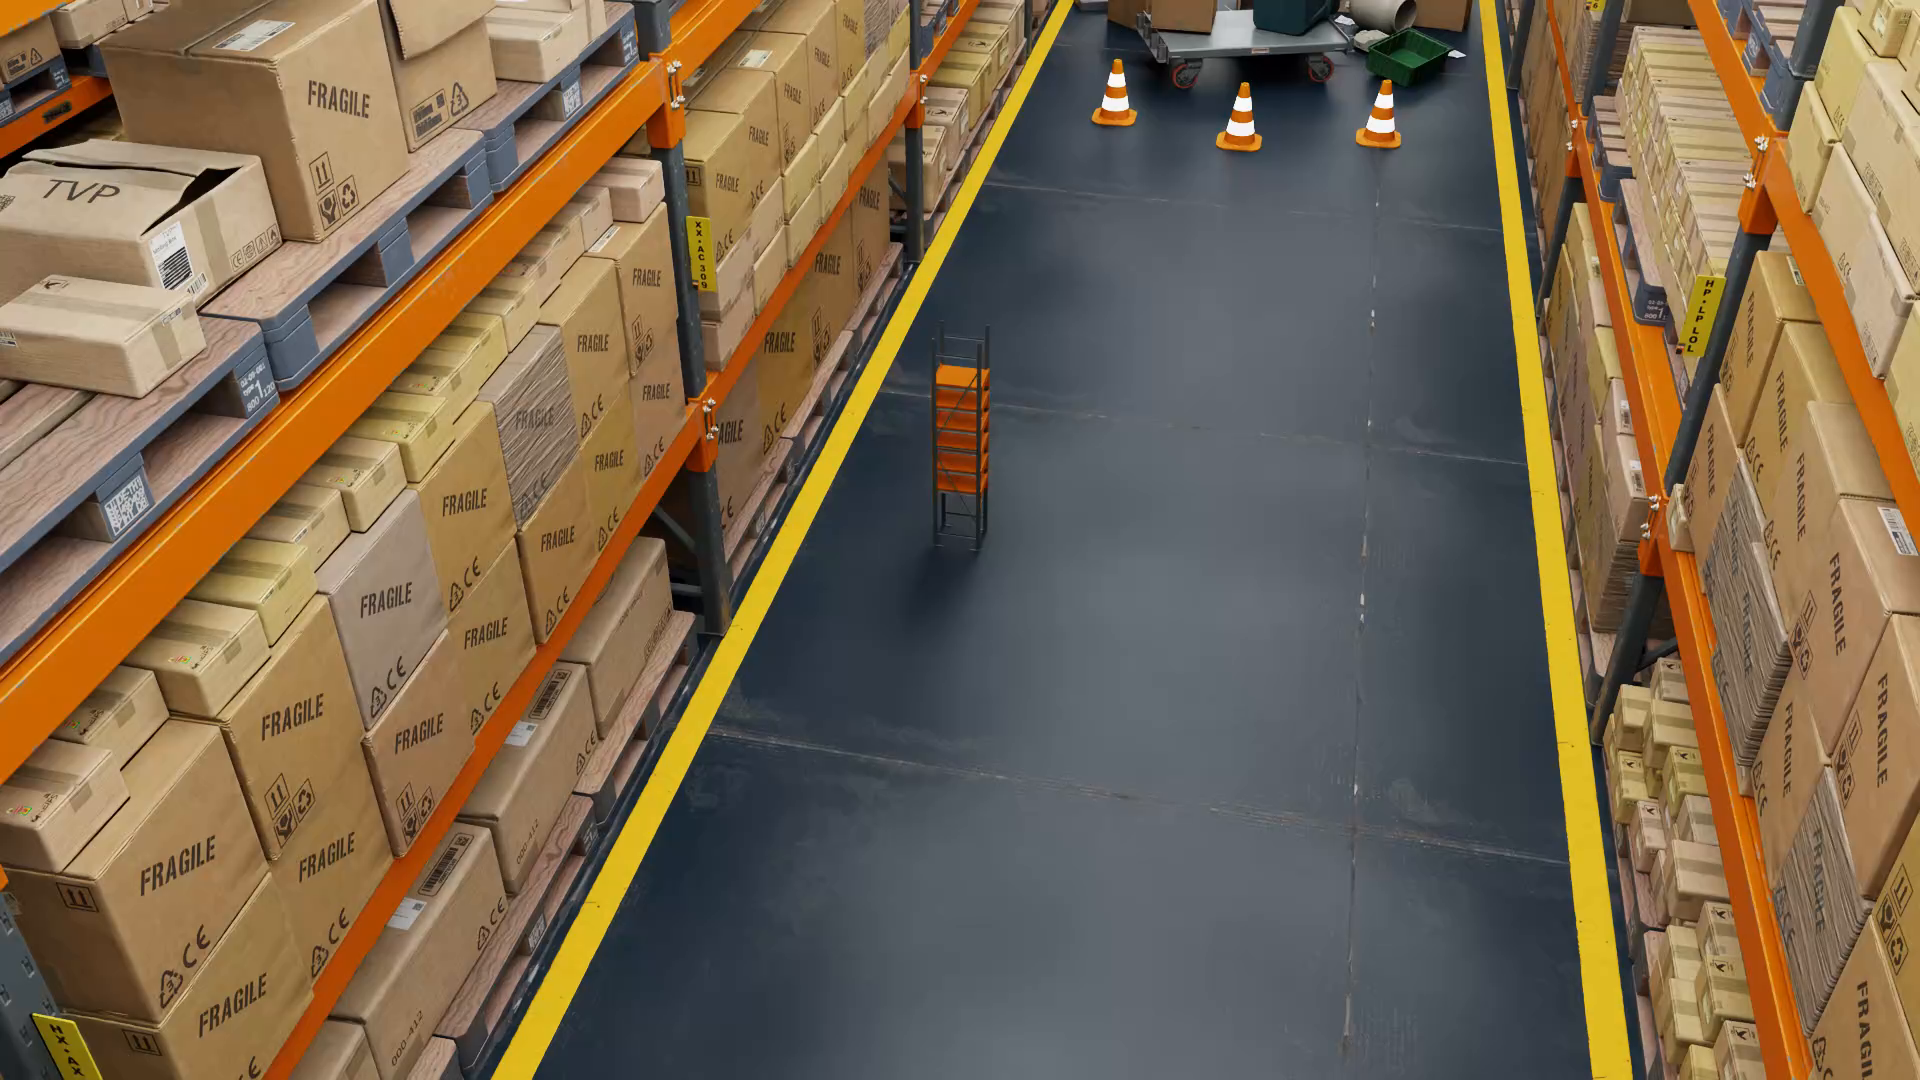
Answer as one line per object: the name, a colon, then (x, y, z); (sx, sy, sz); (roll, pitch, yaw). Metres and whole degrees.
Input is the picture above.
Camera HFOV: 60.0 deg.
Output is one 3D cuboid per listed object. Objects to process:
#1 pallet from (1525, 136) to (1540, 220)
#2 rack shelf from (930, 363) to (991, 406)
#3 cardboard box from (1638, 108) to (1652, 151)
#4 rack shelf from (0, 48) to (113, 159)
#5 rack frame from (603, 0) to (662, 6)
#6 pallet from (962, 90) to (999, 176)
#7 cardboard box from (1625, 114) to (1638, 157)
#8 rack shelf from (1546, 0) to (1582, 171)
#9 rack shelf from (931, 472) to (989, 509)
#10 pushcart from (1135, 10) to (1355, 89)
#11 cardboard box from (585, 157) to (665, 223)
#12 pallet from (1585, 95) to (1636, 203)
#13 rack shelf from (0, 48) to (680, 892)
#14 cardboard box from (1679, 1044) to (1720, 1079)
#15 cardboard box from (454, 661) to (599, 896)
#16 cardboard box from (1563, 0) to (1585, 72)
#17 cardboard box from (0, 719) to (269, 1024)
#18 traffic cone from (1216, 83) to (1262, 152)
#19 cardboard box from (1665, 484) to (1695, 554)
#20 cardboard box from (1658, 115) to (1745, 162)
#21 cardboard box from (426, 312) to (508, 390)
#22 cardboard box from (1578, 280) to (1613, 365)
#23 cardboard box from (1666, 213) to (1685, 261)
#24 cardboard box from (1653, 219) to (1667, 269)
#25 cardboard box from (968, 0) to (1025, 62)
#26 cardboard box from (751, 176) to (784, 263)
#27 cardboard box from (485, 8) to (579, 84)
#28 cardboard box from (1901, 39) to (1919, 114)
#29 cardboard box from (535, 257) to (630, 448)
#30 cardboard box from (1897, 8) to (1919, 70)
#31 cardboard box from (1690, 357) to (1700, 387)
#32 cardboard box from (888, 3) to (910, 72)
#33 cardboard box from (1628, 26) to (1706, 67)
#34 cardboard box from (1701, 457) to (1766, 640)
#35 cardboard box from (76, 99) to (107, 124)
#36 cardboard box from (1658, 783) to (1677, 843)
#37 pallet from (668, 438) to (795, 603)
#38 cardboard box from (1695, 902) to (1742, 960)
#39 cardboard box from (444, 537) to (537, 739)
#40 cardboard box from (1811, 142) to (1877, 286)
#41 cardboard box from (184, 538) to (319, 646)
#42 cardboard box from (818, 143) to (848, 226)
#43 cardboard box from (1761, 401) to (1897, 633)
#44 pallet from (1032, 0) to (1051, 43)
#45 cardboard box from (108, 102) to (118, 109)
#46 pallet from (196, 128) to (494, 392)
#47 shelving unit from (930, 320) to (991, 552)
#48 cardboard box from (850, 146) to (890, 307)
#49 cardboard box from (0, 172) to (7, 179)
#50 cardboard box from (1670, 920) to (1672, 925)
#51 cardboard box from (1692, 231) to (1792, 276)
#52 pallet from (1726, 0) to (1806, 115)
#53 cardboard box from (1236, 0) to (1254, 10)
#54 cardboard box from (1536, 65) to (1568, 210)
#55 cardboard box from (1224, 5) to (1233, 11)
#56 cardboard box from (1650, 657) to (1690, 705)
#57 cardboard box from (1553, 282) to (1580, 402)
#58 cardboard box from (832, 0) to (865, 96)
pallet: (4.623, -2.588, 11.912); (1.003, 0.211, 1.213); (7, 37, 10)
rack shelf: (0.003, -0.750, 7.994); (0.258, 0.103, 0.180); (7, 37, 10)
cardboard box: (3.655, -2.061, 8.410); (0.380, 0.149, 0.250); (7, 37, 10)
rack shelf: (-6.017, -2.322, 9.781); (1.077, 0.370, 4.000); (7, 37, 10)
rack frame: (-1.594, -3.276, 5.372); (1.000, 3.000, 0.127); (7, 37, 10)
pallet: (-0.308, -3.156, 12.695); (1.003, 0.211, 1.213); (7, 37, 10)
cardboard box: (3.711, -2.106, 8.726); (0.380, 0.149, 0.250); (9, 37, 12)
rack shelf: (4.545, -3.433, 11.314); (1.077, 0.370, 4.000); (7, 37, 10)
rack shelf: (0.003, -0.264, 8.346); (0.258, 0.103, 0.180); (7, 37, 10)
pushcart: (2.353, -4.114, 13.876); (1.648, 0.377, 0.936); (-5, 36, -6)
cardboard box: (-1.349, -1.339, 6.321); (0.380, 0.149, 0.250); (7, 36, 9)
pallet: (4.070, -2.078, 8.995); (1.213, 0.211, 1.003); (7, 37, 10)
rack shelf: (-2.021, -0.624, 4.882); (1.077, 0.370, 4.000); (7, 37, 10)
cardboard box: (2.523, 1.793, 5.308); (0.380, 0.149, 0.250); (9, 37, 12)
cardboard box: (-2.023, 0.880, 6.575); (0.875, 0.438, 0.875); (6, 36, 9)
cardboard box: (4.060, -3.196, 10.288); (0.500, 0.500, 0.500); (7, 37, 10)
cardboard box: (-2.067, 0.761, 3.976); (0.500, 0.500, 0.500); (7, 36, 9)
traffic cone: (2.133, -3.228, 12.580); (0.336, 0.463, 0.334); (7, 37, 10)
cardboard box: (2.883, -0.061, 6.263); (0.380, 0.149, 0.250); (9, 37, 12)
cardboard box: (3.551, -1.892, 7.925); (0.380, 0.149, 0.250); (8, 37, 11)
cardboard box: (-1.683, -0.614, 5.321); (0.380, 0.149, 0.250); (7, 36, 9)
cardboard box: (3.508, -1.101, 8.617); (0.500, 0.250, 0.500); (8, 37, 10)
cardboard box: (3.378, -1.325, 7.396); (0.380, 0.149, 0.250); (6, 36, 8)
cardboard box: (3.430, -1.353, 7.686); (0.380, 0.149, 0.250); (9, 37, 12)
cardboard box: (0.005, -4.238, 13.693); (0.950, 0.372, 0.625); (8, 37, 11)
cardboard box: (-1.140, -1.508, 7.747); (0.500, 0.250, 0.500); (8, 37, 11)
cardboard box: (-1.474, -1.613, 5.404); (0.380, 0.149, 0.250); (8, 37, 11)
cardboard box: (2.776, -1.220, 4.453); (0.380, 0.149, 0.250); (6, 36, 9)
cardboard box: (-1.541, -0.697, 5.989); (0.500, 0.500, 0.500); (7, 36, 9)
cardboard box: (2.876, -1.363, 4.651); (0.380, 0.149, 0.250); (7, 37, 9)
cardboard box: (3.155, -0.605, 6.655); (0.380, 0.149, 0.250); (7, 36, 9)
cardboard box: (-0.595, -2.972, 9.767); (0.500, 0.250, 0.500); (7, 37, 10)
cardboard box: (3.829, -2.644, 8.961); (0.380, 0.149, 0.250); (7, 37, 10)
cardboard box: (2.813, 0.092, 5.499); (0.500, 0.500, 0.500); (7, 37, 10)
cardboard box: (-6.005, -2.921, 11.214); (0.380, 0.149, 0.250); (9, 37, 12)
cardboard box: (2.890, 1.048, 6.337); (0.380, 0.149, 0.250); (7, 37, 10)
pallet: (-1.503, -0.170, 8.574); (1.003, 0.211, 1.213); (7, 37, 10)
cardboard box: (2.720, 1.387, 5.615); (0.380, 0.149, 0.250); (6, 36, 8)
cardboard box: (-1.767, 0.294, 5.473); (0.500, 0.500, 0.500); (8, 37, 12)
cardboard box: (2.809, -0.918, 4.802); (0.500, 0.250, 0.500); (7, 36, 9)
cardboard box: (-1.909, 0.122, 4.305); (0.380, 0.149, 0.250); (6, 36, 8)
cardboard box: (-0.892, -1.880, 8.685); (0.500, 0.250, 0.500); (7, 36, 9)
cardboard box: (2.696, -0.038, 4.826); (0.500, 0.500, 0.500); (8, 37, 11)
pallet: (0.224, -4.694, 14.816); (1.003, 0.211, 1.213); (7, 37, 10)
cardboard box: (-5.447, -2.866, 11.138); (0.380, 0.149, 0.250); (6, 36, 8)
pallet: (-2.041, -0.861, 4.671); (1.003, 0.211, 1.213); (7, 37, 10)
shelving unit: (0.003, -0.494, 8.179); (0.258, 1.200, 0.189); (7, 37, 10)
cardboard box: (-0.968, -2.064, 10.265); (0.875, 0.875, 0.875); (7, 37, 10)
cardboard box: (-5.758, -2.109, 10.094); (0.380, 0.149, 0.250); (6, 36, 8)
cardboard box: (2.784, 1.480, 5.993); (0.380, 0.149, 0.250); (6, 36, 8)
cardboard box: (3.272, -1.150, 6.900); (0.380, 0.149, 0.250); (6, 36, 8)
pallet: (3.500, -1.764, 6.001); (1.213, 0.211, 1.003); (7, 37, 10)
cardboard box: (2.876, -4.909, 14.749); (0.797, 0.637, 0.503); (7, 37, 10)
cardboard box: (4.519, -2.676, 11.216); (1.050, 0.750, 0.750); (8, 37, 11)
cardboard box: (2.386, -4.524, 14.536); (0.258, 0.266, 0.396); (-17, 39, -22)
cardboard box: (2.988, 0.631, 6.659); (0.380, 0.149, 0.250); (9, 37, 12)
cardboard box: (3.614, -1.073, 9.217); (0.500, 0.500, 0.500); (8, 37, 11)
cardboard box: (-0.808, -2.677, 8.721); (0.500, 0.500, 0.500); (7, 37, 10)
